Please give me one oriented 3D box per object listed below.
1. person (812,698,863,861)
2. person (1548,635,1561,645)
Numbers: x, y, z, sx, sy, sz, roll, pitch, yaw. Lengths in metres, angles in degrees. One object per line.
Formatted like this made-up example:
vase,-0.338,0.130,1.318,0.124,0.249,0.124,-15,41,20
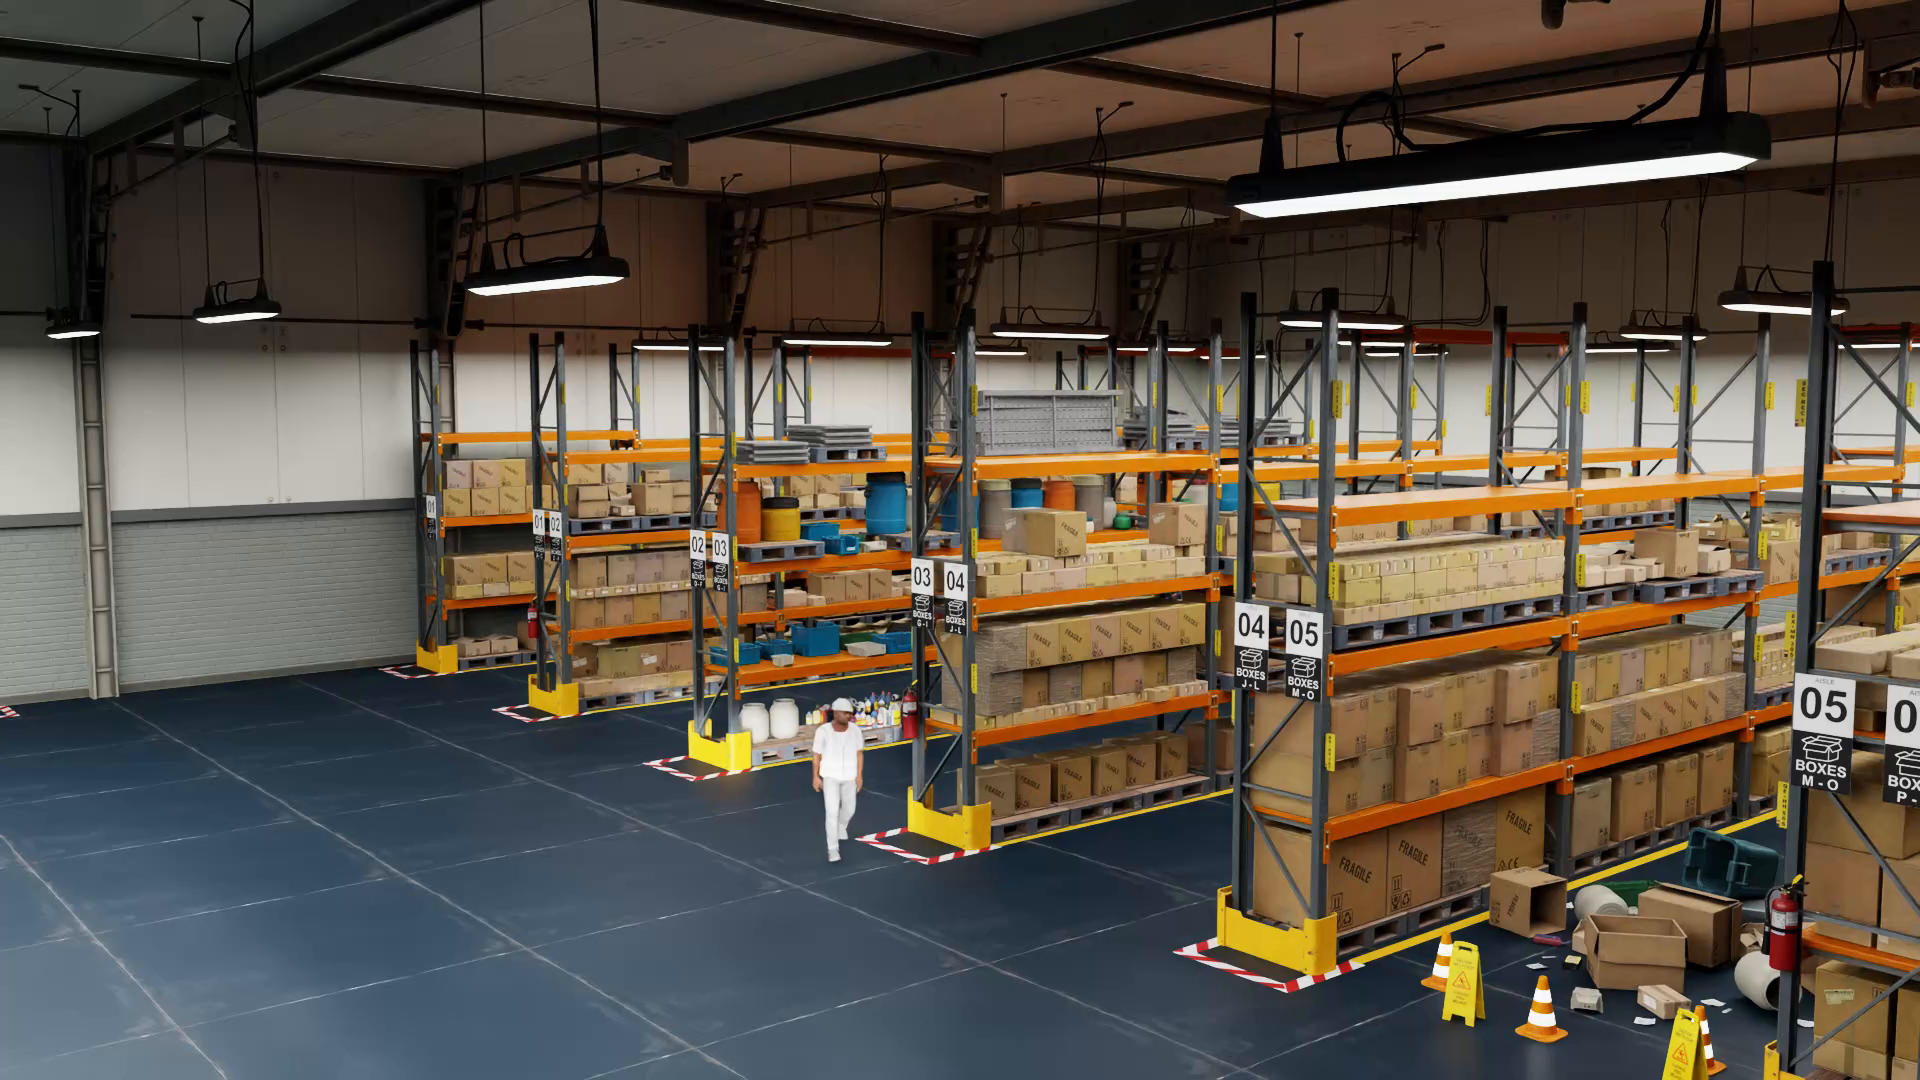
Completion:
person,-1.343,2.607,18.418,0.560,1.725,0.956,-2,6,-25
person,8.479,2.143,23.733,0.490,1.674,0.523,-3,6,-31
